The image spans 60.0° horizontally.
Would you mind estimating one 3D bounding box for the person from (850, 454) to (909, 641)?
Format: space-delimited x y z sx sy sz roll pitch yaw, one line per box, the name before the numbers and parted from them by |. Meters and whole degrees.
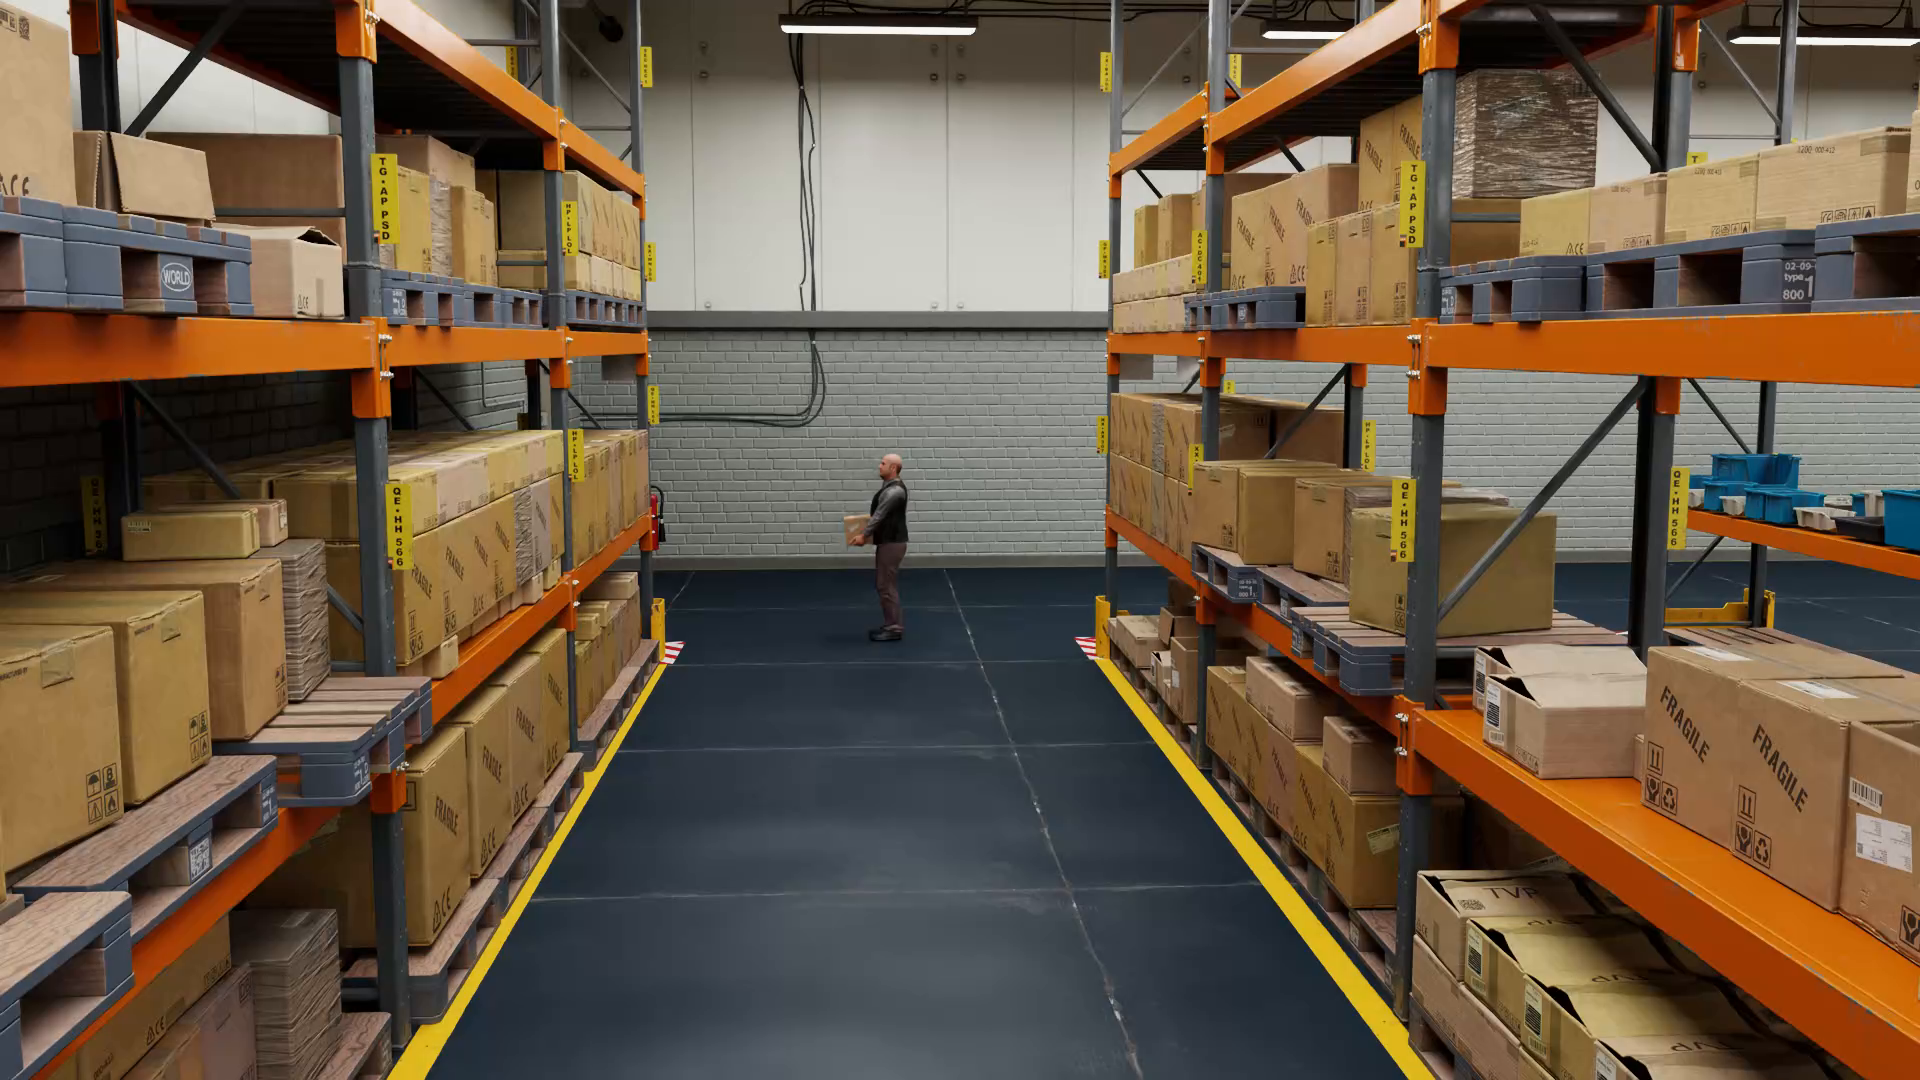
person | -0.746 0.061 15.357 0.547 1.718 0.495 0 7 -3
